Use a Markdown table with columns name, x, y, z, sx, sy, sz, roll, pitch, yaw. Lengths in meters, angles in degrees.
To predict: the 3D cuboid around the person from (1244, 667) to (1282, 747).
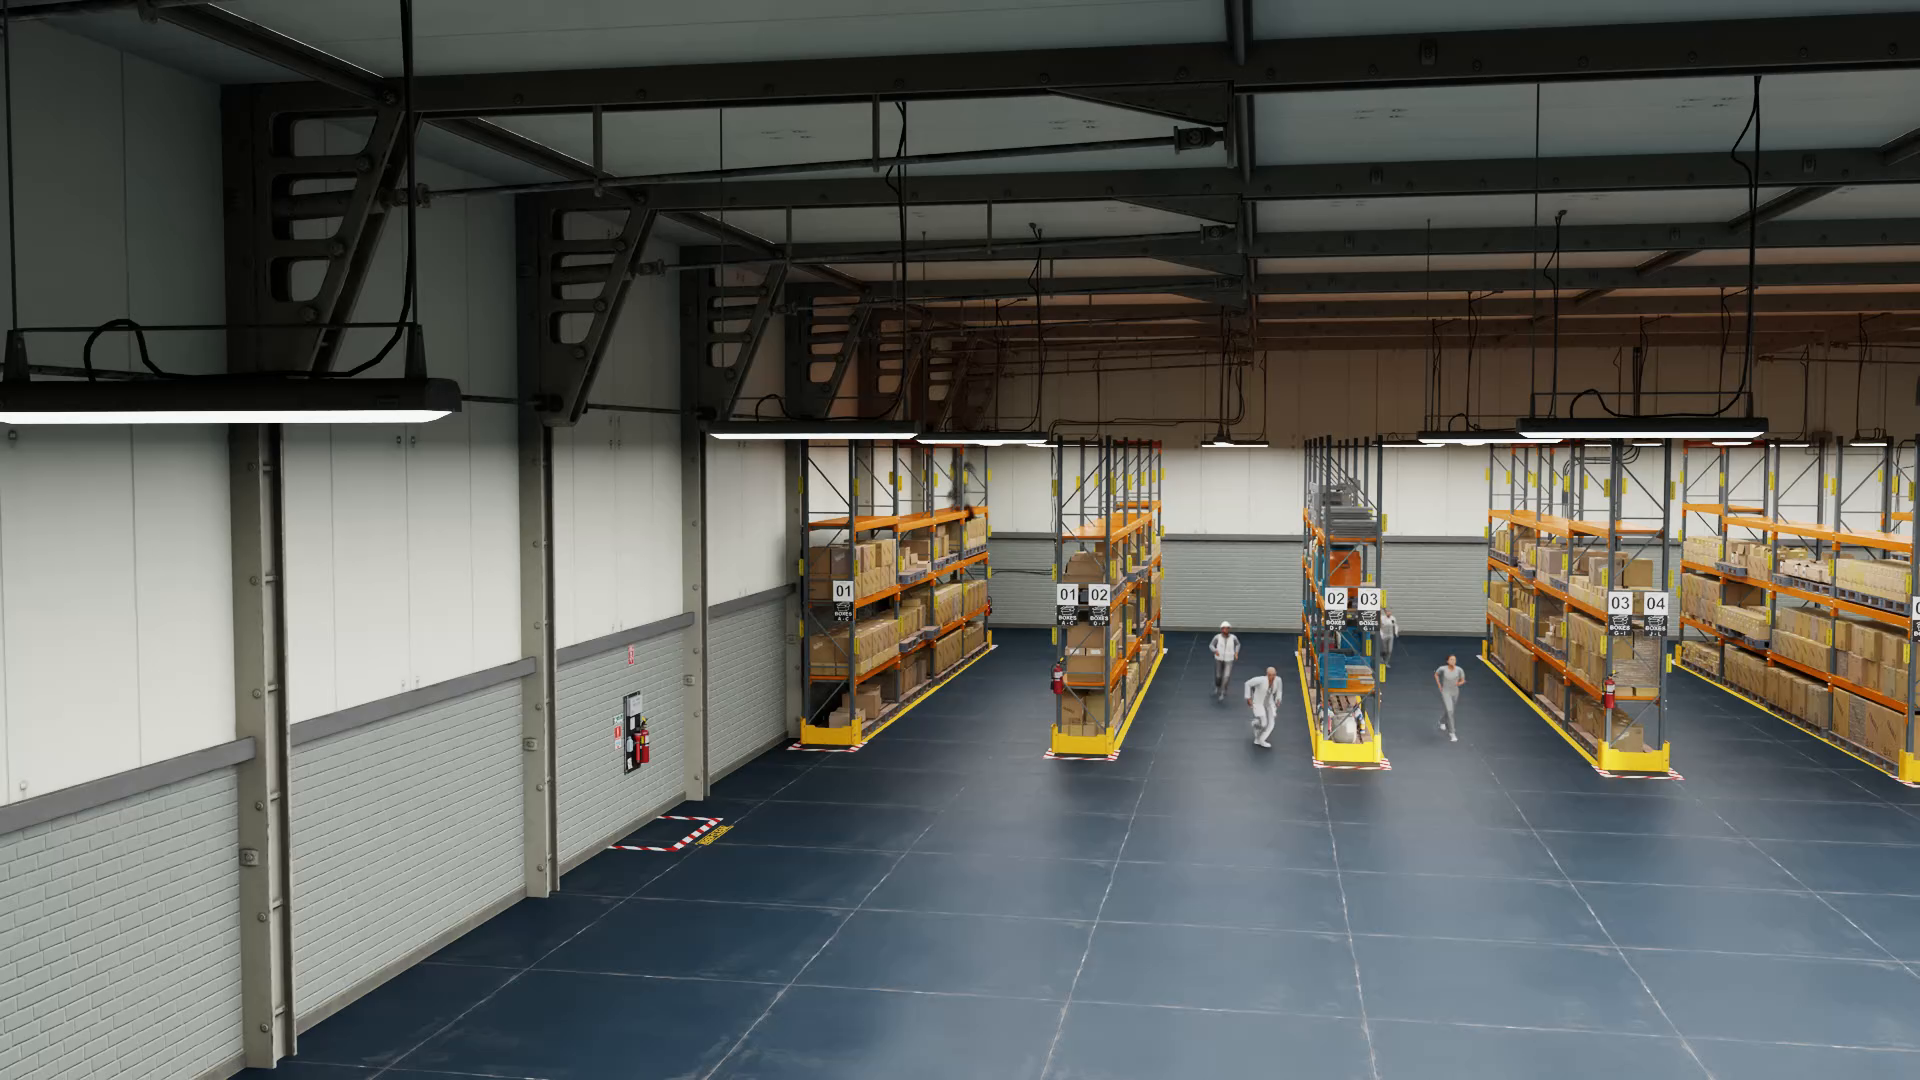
| name | x | y | z | sx | sy | sz | roll | pitch | yaw |
| --- | --- | --- | --- | --- | --- | --- | --- | --- | --- |
| person | 5.823 | 3.254 | 32.032 | 0.735 | 1.491 | 0.889 | -1 | 3 | -14 |

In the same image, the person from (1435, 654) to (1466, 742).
| name | x | y | z | sx | sy | sz | roll | pitch | yaw |
| --- | --- | --- | --- | --- | --- | --- | --- | --- | --- |
| person | 9.760 | 3.111 | 33.125 | 0.522 | 1.718 | 1.006 | 0 | 3 | -7 |

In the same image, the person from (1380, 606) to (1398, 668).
| name | x | y | z | sx | sy | sz | roll | pitch | yaw |
| --- | --- | --- | --- | --- | --- | --- | --- | --- | --- |
| person | 11.238 | 2.544 | 43.827 | 0.624 | 1.636 | 0.647 | 0 | 3 | -1 |

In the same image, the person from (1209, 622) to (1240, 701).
| name | x | y | z | sx | sy | sz | roll | pitch | yaw |
| --- | --- | --- | --- | --- | --- | --- | --- | --- | --- |
| person | 6.078 | 2.763 | 38.218 | 0.698 | 1.773 | 0.976 | 1 | 3 | 10 |
